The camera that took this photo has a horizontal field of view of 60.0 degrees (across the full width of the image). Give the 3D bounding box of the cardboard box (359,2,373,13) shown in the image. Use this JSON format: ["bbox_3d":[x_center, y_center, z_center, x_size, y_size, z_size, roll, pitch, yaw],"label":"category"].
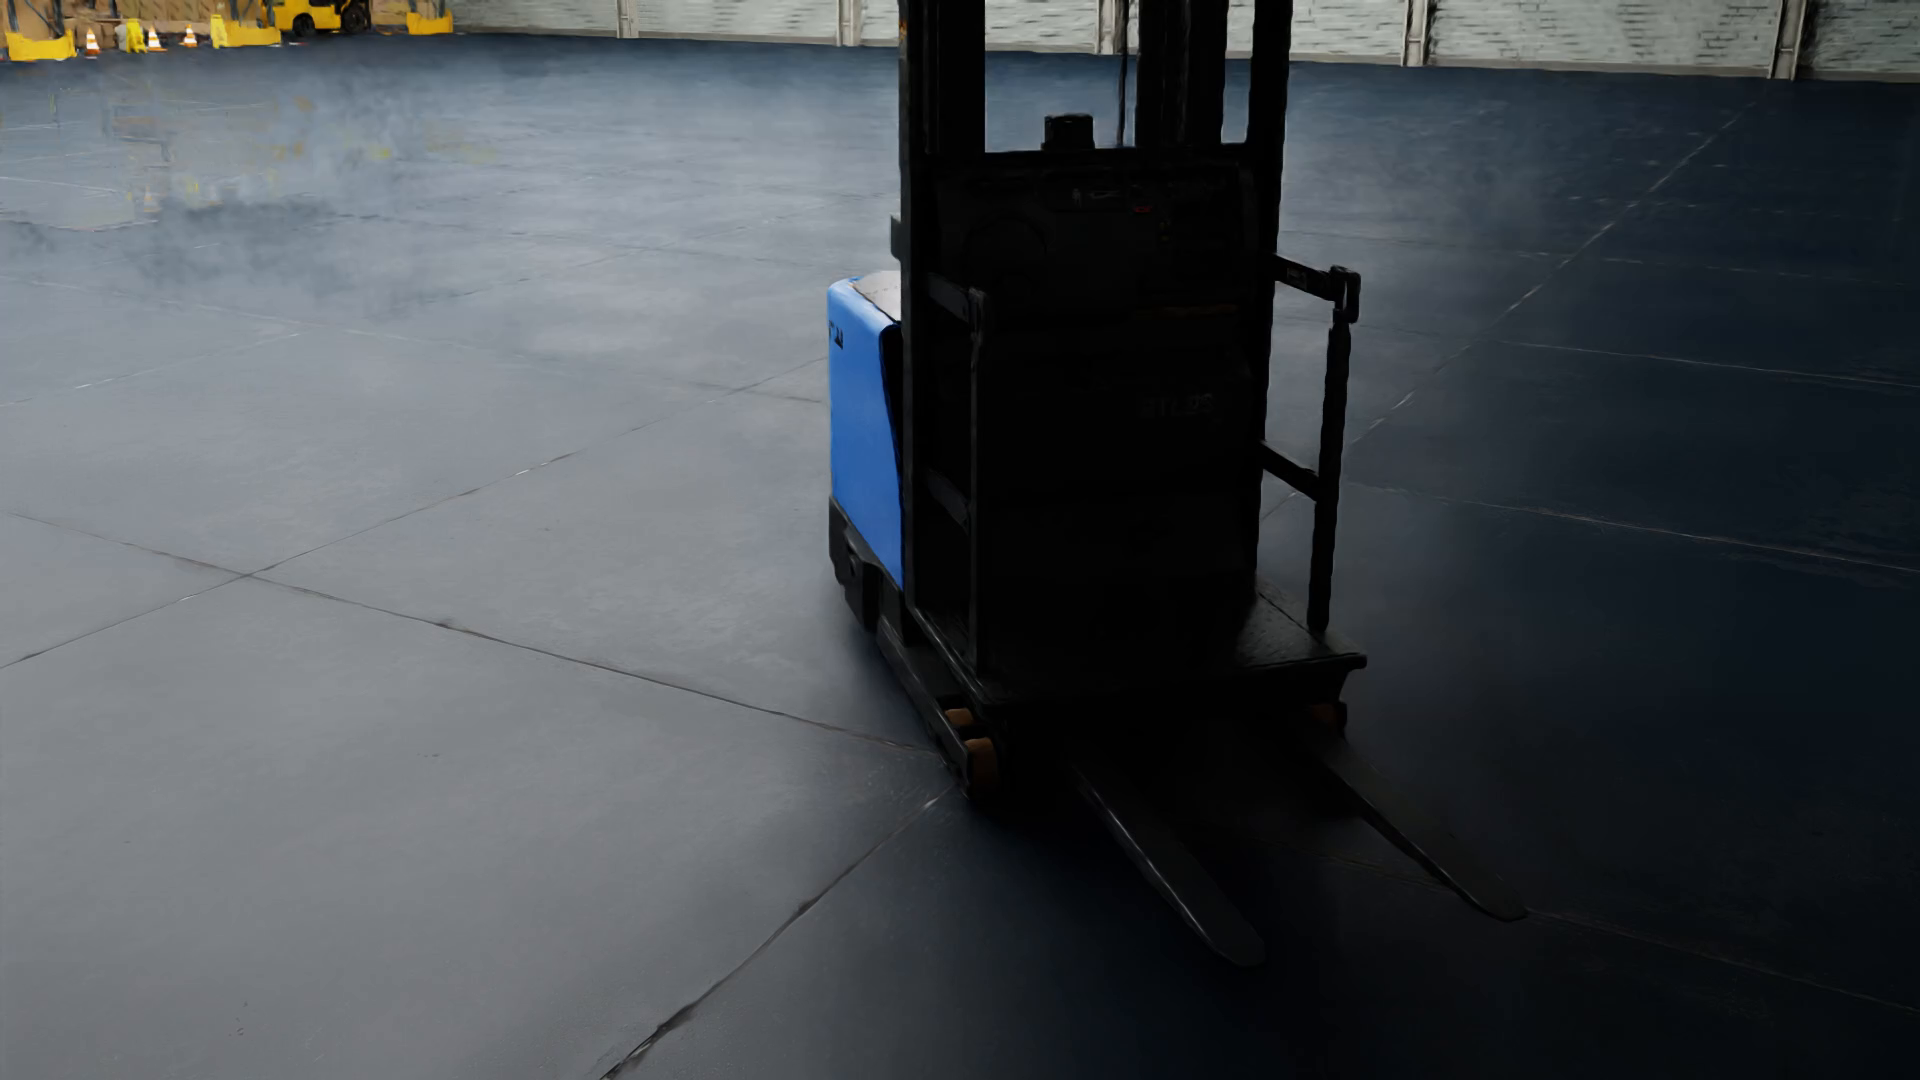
[{"bbox_3d":[-14.131,-12.814,39.974,0.500,0.250,0.500,10,22,26],"label":"cardboard box"}]

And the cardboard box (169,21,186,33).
[{"bbox_3d":[-16.822,-11.175,36.189,0.500,0.250,0.500,10,22,25],"label":"cardboard box"}]

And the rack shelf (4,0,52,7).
[{"bbox_3d":[-19.149,-10.546,32.093,4.000,0.370,1.077,11,23,27],"label":"rack shelf"}]

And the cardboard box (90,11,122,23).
[{"bbox_3d":[-19.028,-11.755,37.611,0.625,0.372,0.950,11,23,28],"label":"cardboard box"}]

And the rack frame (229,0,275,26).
[{"bbox_3d":[-15.077,-12.042,35.162,0.127,3.000,1.000,11,23,27],"label":"rack frame"}]

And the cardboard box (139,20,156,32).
[{"bbox_3d":[-17.714,-11.348,36.666,0.500,0.250,0.500,12,23,30],"label":"cardboard box"}]

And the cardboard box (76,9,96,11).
[{"bbox_3d":[-20.265,-11.989,38.255,0.625,0.372,0.950,12,23,29],"label":"cardboard box"}]

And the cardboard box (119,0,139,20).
[{"bbox_3d":[-18.186,-11.786,36.773,0.500,0.500,0.500,12,23,30],"label":"cardboard box"}]

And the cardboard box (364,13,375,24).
[{"bbox_3d":[-14.086,-12.580,40.063,0.500,0.250,0.500,11,23,28],"label":"cardboard box"}]

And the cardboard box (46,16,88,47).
[{"bbox_3d":[-18.666,-10.623,34.714,0.503,0.637,0.797,11,23,27],"label":"cardboard box"}]

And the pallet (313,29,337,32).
[{"bbox_3d":[-15.478,-12.730,41.148,1.213,0.211,1.003,11,23,27],"label":"pallet"}]

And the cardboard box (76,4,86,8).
[{"bbox_3d":[-24.077,-14.492,45.312,0.258,0.266,0.396,12,23,29],"label":"cardboard box"}]

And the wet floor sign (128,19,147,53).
[{"bbox_3d":[-16.412,-10.029,33.067,0.232,0.644,0.267,7,21,18],"label":"wet floor sign"}]

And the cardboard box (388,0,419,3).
[{"bbox_3d":[-13.214,-12.878,39.419,0.500,0.250,0.500,12,23,29],"label":"cardboard box"}]

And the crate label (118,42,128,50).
[{"bbox_3d":[-17.043,-10.109,34.031,0.298,0.136,0.250,0,20,-1],"label":"crate label"}]

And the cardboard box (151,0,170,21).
[{"bbox_3d":[-17.261,-11.613,36.298,0.500,0.500,0.500,12,23,30],"label":"cardboard box"}]

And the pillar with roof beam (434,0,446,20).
[{"bbox_3d":[-14.927,-15.443,35.740,0.400,9.000,9.100,11,23,27],"label":"pillar with roof beam"}]

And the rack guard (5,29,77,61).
[{"bbox_3d":[-17.382,-9.372,31.469,0.348,0.500,1.175,11,23,27],"label":"rack guard"}]

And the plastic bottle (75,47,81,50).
[{"bbox_3d":[-18.096,-10.029,33.923,0.283,0.061,0.133,3,20,9],"label":"plastic bottle"}]

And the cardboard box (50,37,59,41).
[{"bbox_3d":[-18.496,-10.194,34.077,0.258,0.266,0.396,16,25,36],"label":"cardboard box"}]

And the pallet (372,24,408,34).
[{"bbox_3d":[-13.348,-12.324,40.029,1.213,0.211,1.003,11,23,27],"label":"pallet"}]

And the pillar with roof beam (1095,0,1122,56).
[{"bbox_3d":[0.787,-12.449,27.488,0.400,9.000,9.100,11,23,27],"label":"pillar with roof beam"}]

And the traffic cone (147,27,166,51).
[{"bbox_3d":[-16.326,-10.149,33.666,0.334,0.463,0.336,11,23,27],"label":"traffic cone"}]

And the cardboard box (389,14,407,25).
[{"bbox_3d":[-13.224,-12.409,39.591,0.500,0.250,0.500,11,23,28],"label":"cardboard box"}]

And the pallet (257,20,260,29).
[{"bbox_3d":[-17.883,-13.188,42.411,1.213,0.211,1.003,11,23,27],"label":"pallet"}]

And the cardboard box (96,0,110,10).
[{"bbox_3d":[-22.823,-14.390,44.687,0.500,0.500,0.500,12,23,30],"label":"cardboard box"}]

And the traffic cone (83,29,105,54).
[{"bbox_3d":[-17.174,-9.870,32.895,0.334,0.463,0.336,11,23,27],"label":"traffic cone"}]

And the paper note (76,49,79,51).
[{"bbox_3d":[-17.908,-9.914,33.653,0.144,0.017,0.142,-16,26,-38],"label":"paper note"}]

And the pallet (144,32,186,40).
[{"bbox_3d":[-17.966,-11.295,37.193,1.213,0.211,1.003,11,23,27],"label":"pallet"}]

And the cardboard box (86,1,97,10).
[{"bbox_3d":[-23.597,-14.629,45.623,0.500,0.311,0.500,12,23,29],"label":"cardboard box"}]

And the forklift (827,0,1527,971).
[{"bbox_3d":[0.445,-0.834,4.366,1.130,2.935,3.031,-6,21,-16],"label":"forklift"}]

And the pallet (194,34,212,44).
[{"bbox_3d":[-15.835,-10.889,36.074,1.213,0.211,1.003,11,23,27],"label":"pallet"}]

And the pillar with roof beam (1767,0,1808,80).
[{"bbox_3d":[11.263,-10.454,21.987,0.400,9.000,9.100,11,23,27],"label":"pillar with roof beam"}]

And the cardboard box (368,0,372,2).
[{"bbox_3d":[-14.108,-13.043,39.872,0.500,0.250,0.500,11,23,28],"label":"cardboard box"}]

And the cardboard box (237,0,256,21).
[{"bbox_3d":[-15.668,-11.519,36.039,0.500,0.500,0.500,10,22,26],"label":"cardboard box"}]

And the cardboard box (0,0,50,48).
[{"bbox_3d":[-18.027,-9.843,31.601,0.875,0.875,0.875,11,23,28],"label":"cardboard box"}]

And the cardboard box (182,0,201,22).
[{"bbox_3d":[-16.361,-11.440,35.821,0.500,0.500,0.500,12,23,29],"label":"cardboard box"}]

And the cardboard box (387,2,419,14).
[{"bbox_3d":[-13.237,-12.648,39.516,0.500,0.250,0.500,10,22,27],"label":"cardboard box"}]

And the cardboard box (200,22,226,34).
[{"bbox_3d":[-15.935,-11.005,35.720,0.500,0.250,0.500,11,23,27],"label":"cardboard box"}]

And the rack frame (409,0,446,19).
[{"bbox_3d":[-12.660,-13.520,39.238,0.127,3.000,1.000,11,23,27],"label":"rack frame"}]

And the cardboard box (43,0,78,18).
[{"bbox_3d":[-19.411,-11.353,35.819,0.500,0.500,0.500,11,23,27],"label":"cardboard box"}]
